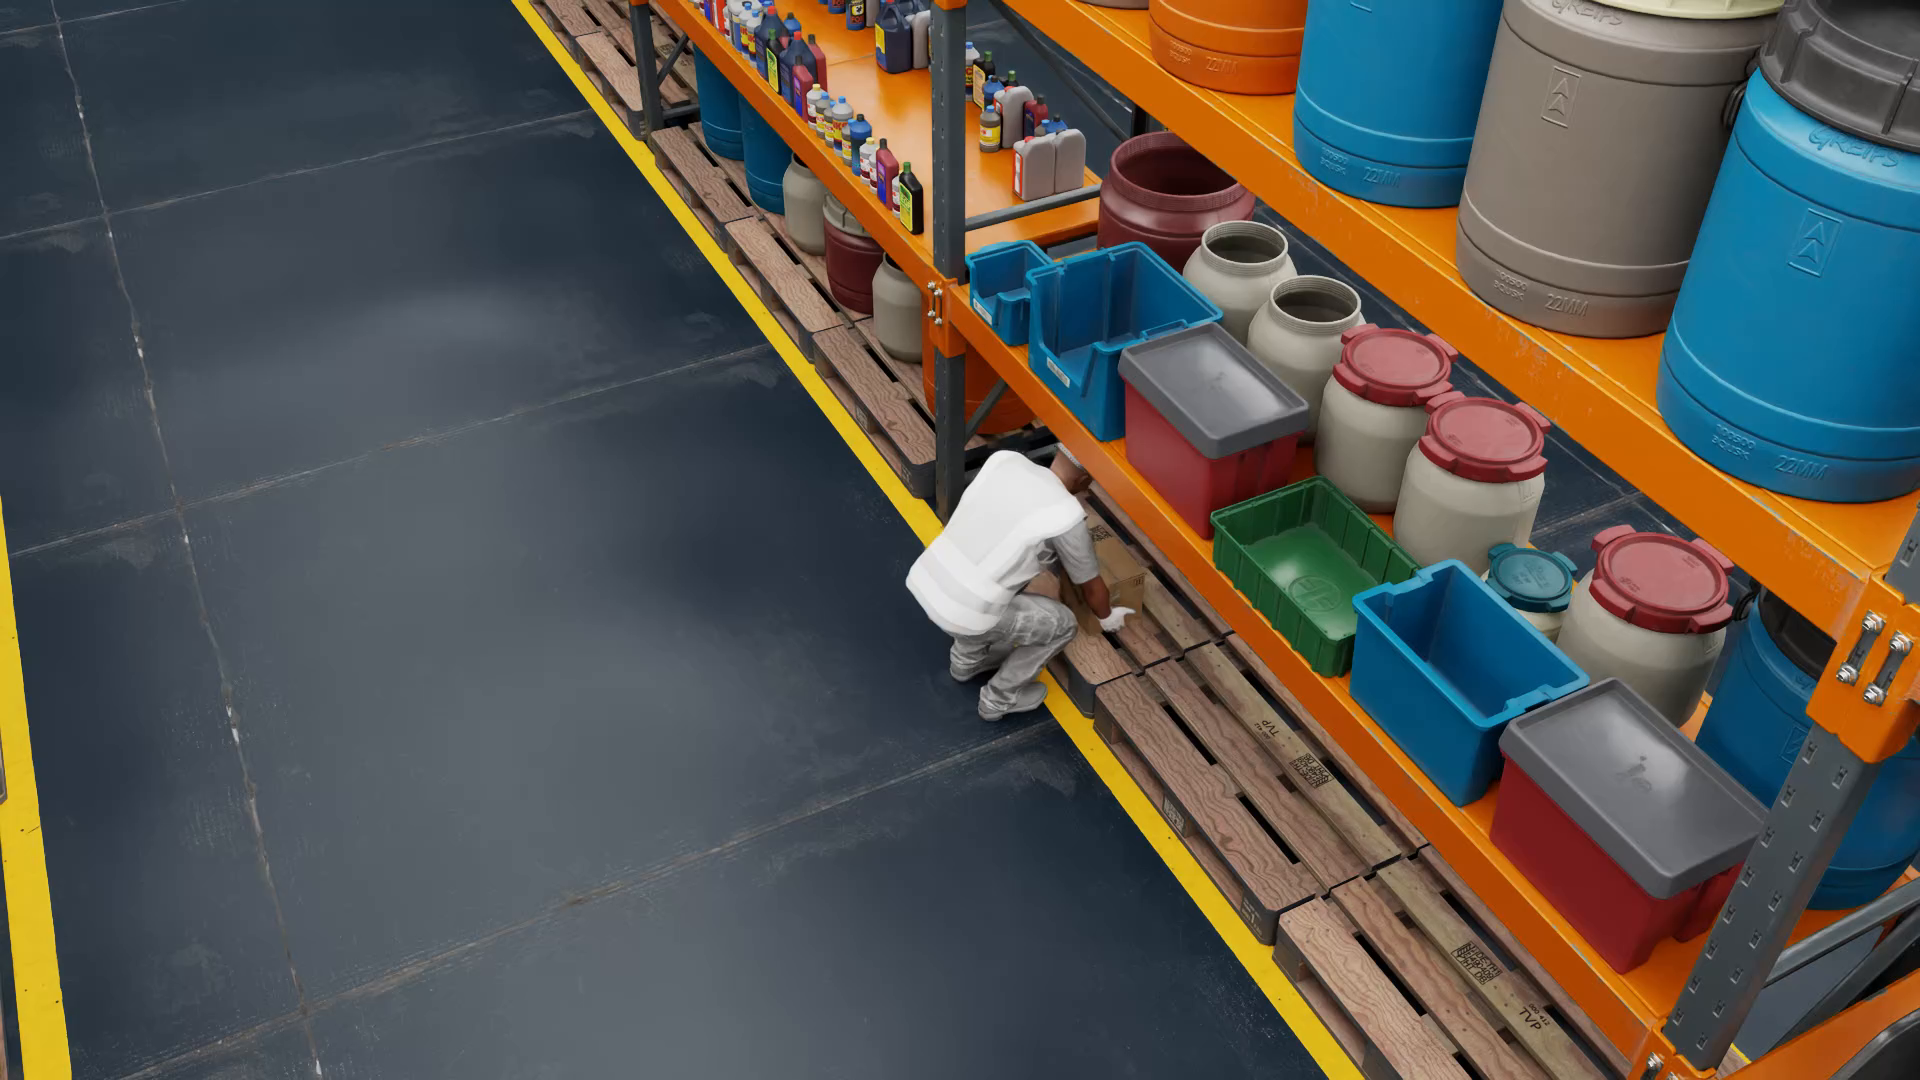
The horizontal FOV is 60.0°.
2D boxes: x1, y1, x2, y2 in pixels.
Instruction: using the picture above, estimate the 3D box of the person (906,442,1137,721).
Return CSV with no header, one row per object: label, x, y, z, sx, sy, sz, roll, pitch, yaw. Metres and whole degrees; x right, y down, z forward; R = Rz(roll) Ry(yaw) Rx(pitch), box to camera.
person,0.212,0.118,6.522,0.884,1.112,0.588,-19,44,-21
